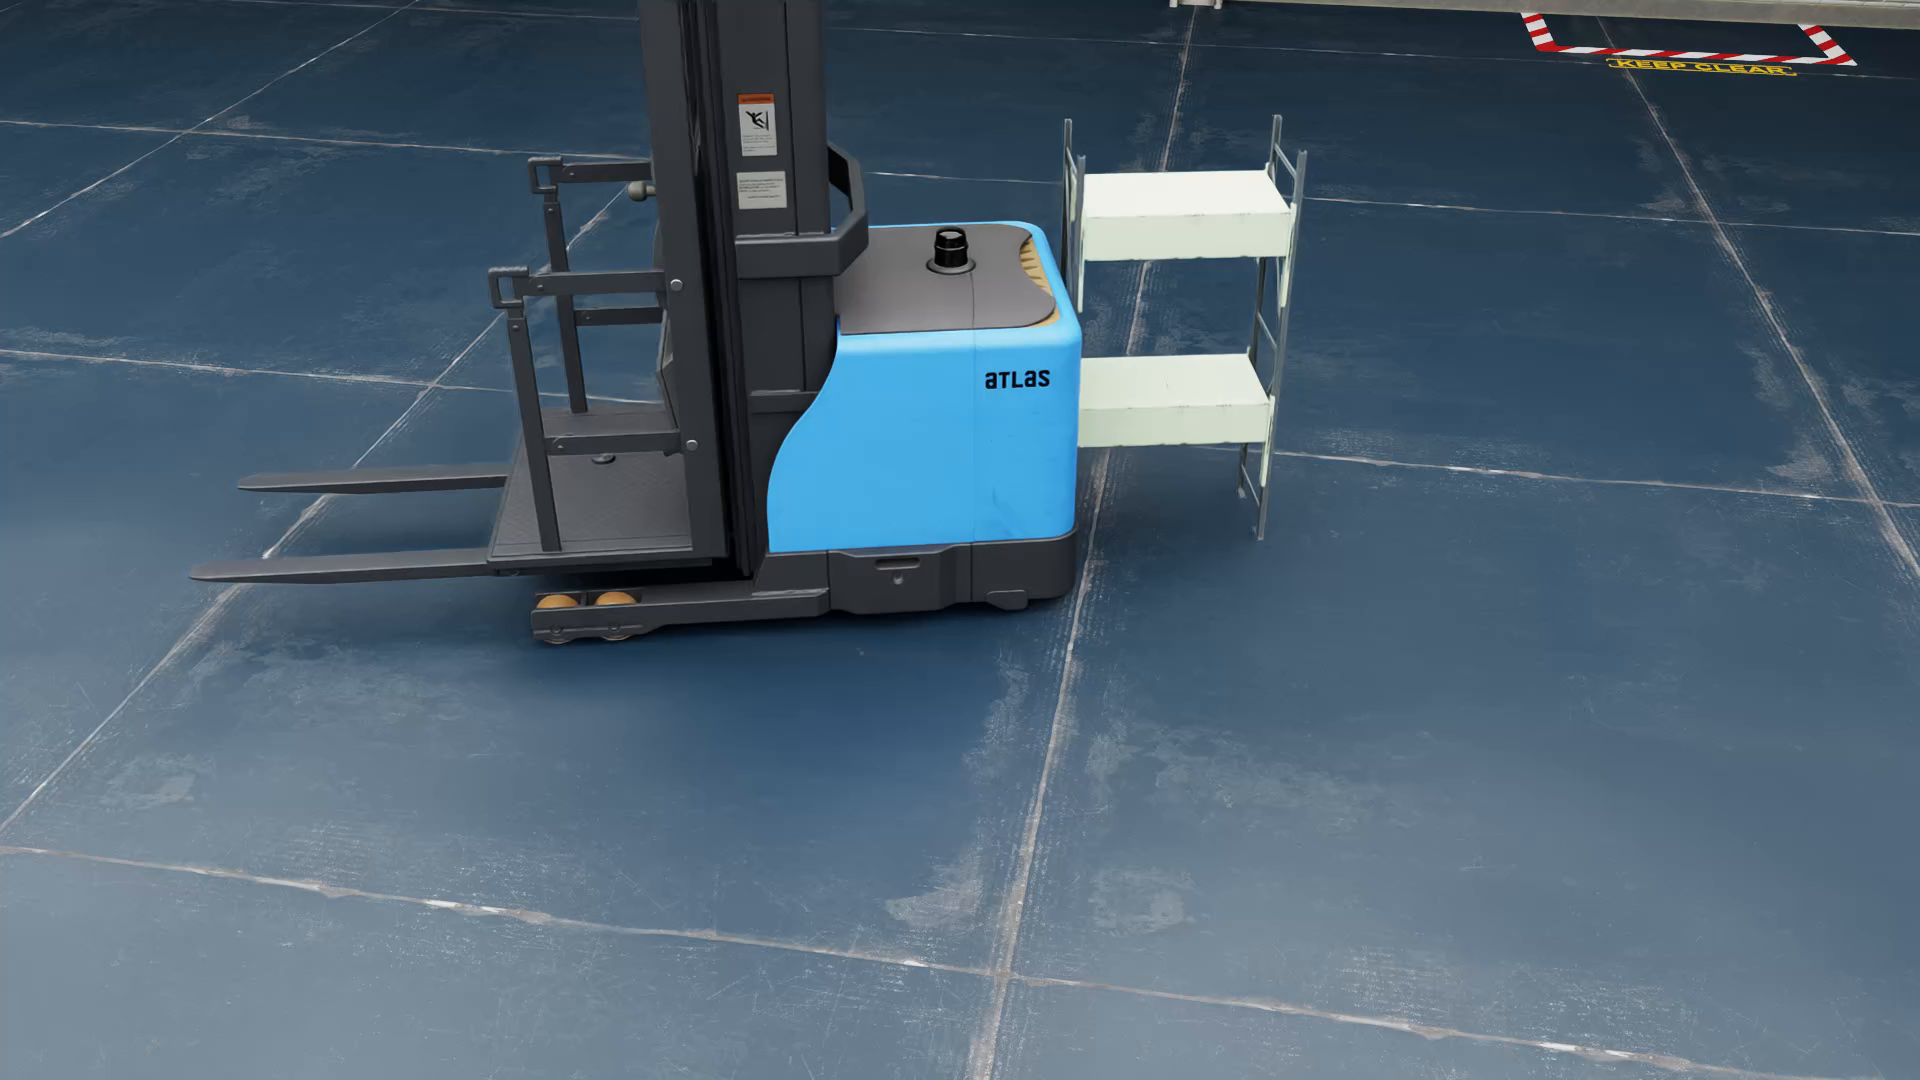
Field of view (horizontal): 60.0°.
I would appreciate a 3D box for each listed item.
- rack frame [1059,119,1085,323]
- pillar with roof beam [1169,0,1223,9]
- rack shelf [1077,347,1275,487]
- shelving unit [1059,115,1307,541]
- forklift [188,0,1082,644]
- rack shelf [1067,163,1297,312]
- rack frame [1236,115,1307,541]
[{"bbox_3d":[0.385,-0.714,5.977,0.023,1.500,0.400,-2,32,-3],"label":"rack frame"},{"bbox_3d":[1.112,-5.736,6.932,0.400,9.000,9.100,5,32,8],"label":"pillar with roof beam"},{"bbox_3d":[0.750,-0.450,6.169,0.720,0.370,0.431,-2,32,-3],"label":"rack shelf"},{"bbox_3d":[0.750,-0.726,5.996,0.755,1.500,0.431,-2,32,-3],"label":"shelving unit"},{"bbox_3d":[-1.142,-1.182,5.377,3.031,2.935,1.130,-3,32,-5],"label":"forklift"},{"bbox_3d":[0.750,-1.057,5.789,0.720,0.370,0.431,-2,32,-3],"label":"rack shelf"},{"bbox_3d":[1.115,-0.738,6.016,0.023,1.500,0.400,-2,32,-3],"label":"rack frame"}]
